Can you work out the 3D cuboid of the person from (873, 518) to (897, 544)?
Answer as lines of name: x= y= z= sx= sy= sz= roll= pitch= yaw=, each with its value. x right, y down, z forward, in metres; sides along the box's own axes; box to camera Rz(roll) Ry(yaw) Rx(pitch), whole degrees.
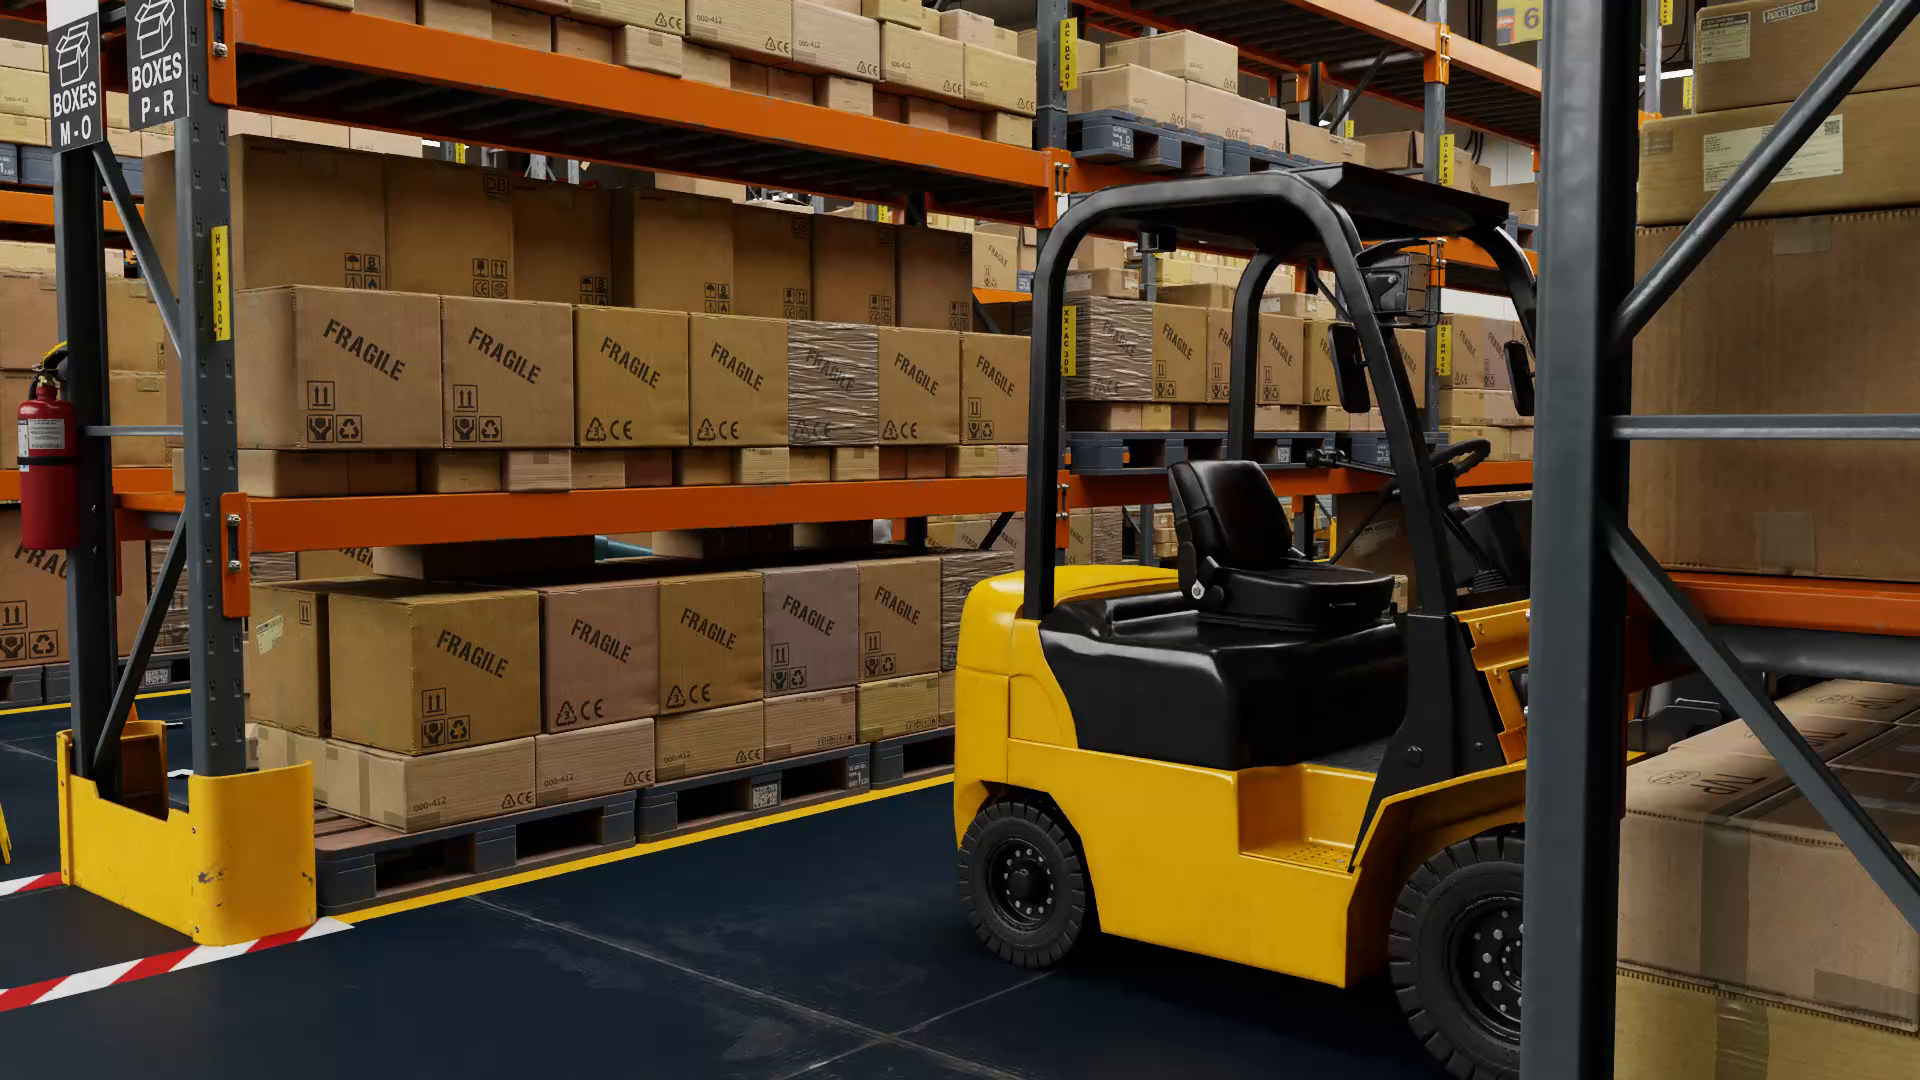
person: x=-0.573 y=-0.093 z=11.850 sx=0.534 sy=1.674 sz=0.537 roll=1 pitch=4 yaw=14
